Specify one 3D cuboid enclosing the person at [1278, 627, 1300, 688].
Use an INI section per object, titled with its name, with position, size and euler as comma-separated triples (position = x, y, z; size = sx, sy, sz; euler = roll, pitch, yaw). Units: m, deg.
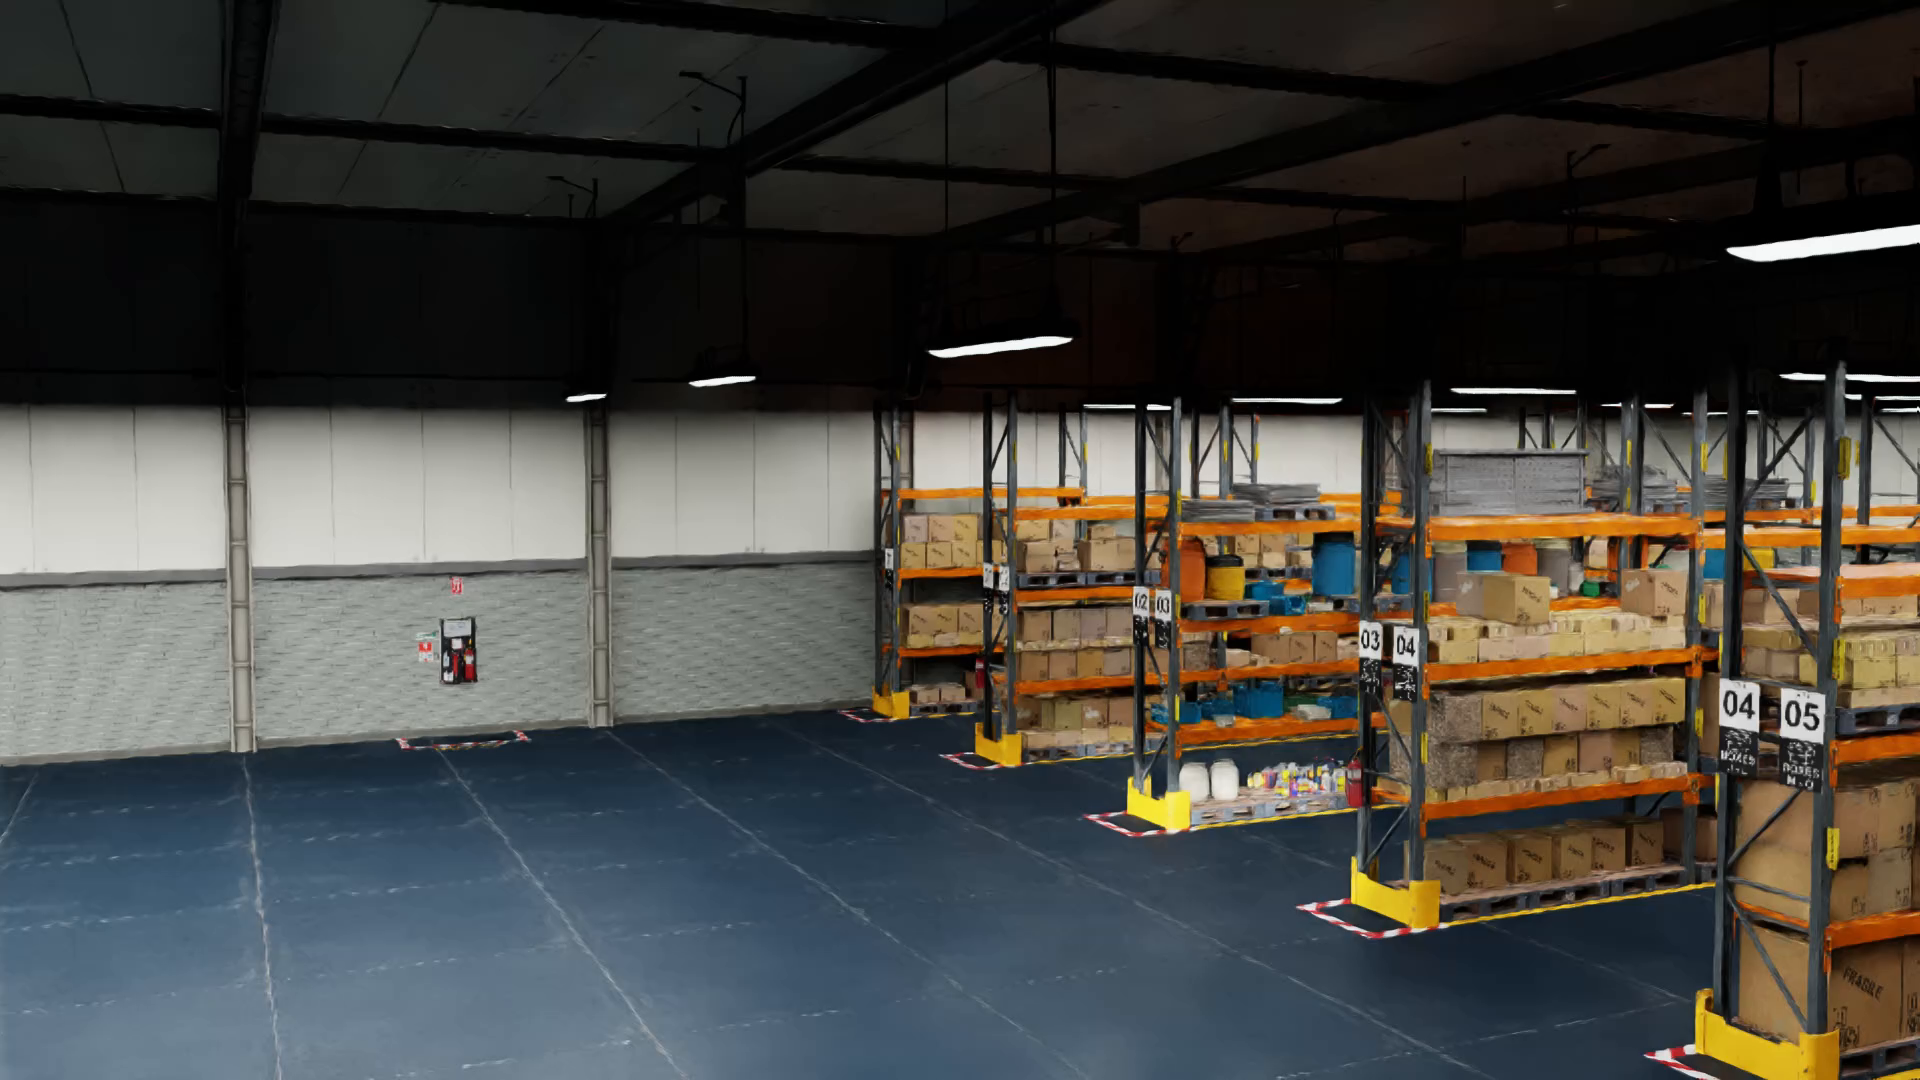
[person]
position = 6.254, 2.479, 31.586
size = 0.578, 1.713, 0.719
euler = -2, 4, -26
